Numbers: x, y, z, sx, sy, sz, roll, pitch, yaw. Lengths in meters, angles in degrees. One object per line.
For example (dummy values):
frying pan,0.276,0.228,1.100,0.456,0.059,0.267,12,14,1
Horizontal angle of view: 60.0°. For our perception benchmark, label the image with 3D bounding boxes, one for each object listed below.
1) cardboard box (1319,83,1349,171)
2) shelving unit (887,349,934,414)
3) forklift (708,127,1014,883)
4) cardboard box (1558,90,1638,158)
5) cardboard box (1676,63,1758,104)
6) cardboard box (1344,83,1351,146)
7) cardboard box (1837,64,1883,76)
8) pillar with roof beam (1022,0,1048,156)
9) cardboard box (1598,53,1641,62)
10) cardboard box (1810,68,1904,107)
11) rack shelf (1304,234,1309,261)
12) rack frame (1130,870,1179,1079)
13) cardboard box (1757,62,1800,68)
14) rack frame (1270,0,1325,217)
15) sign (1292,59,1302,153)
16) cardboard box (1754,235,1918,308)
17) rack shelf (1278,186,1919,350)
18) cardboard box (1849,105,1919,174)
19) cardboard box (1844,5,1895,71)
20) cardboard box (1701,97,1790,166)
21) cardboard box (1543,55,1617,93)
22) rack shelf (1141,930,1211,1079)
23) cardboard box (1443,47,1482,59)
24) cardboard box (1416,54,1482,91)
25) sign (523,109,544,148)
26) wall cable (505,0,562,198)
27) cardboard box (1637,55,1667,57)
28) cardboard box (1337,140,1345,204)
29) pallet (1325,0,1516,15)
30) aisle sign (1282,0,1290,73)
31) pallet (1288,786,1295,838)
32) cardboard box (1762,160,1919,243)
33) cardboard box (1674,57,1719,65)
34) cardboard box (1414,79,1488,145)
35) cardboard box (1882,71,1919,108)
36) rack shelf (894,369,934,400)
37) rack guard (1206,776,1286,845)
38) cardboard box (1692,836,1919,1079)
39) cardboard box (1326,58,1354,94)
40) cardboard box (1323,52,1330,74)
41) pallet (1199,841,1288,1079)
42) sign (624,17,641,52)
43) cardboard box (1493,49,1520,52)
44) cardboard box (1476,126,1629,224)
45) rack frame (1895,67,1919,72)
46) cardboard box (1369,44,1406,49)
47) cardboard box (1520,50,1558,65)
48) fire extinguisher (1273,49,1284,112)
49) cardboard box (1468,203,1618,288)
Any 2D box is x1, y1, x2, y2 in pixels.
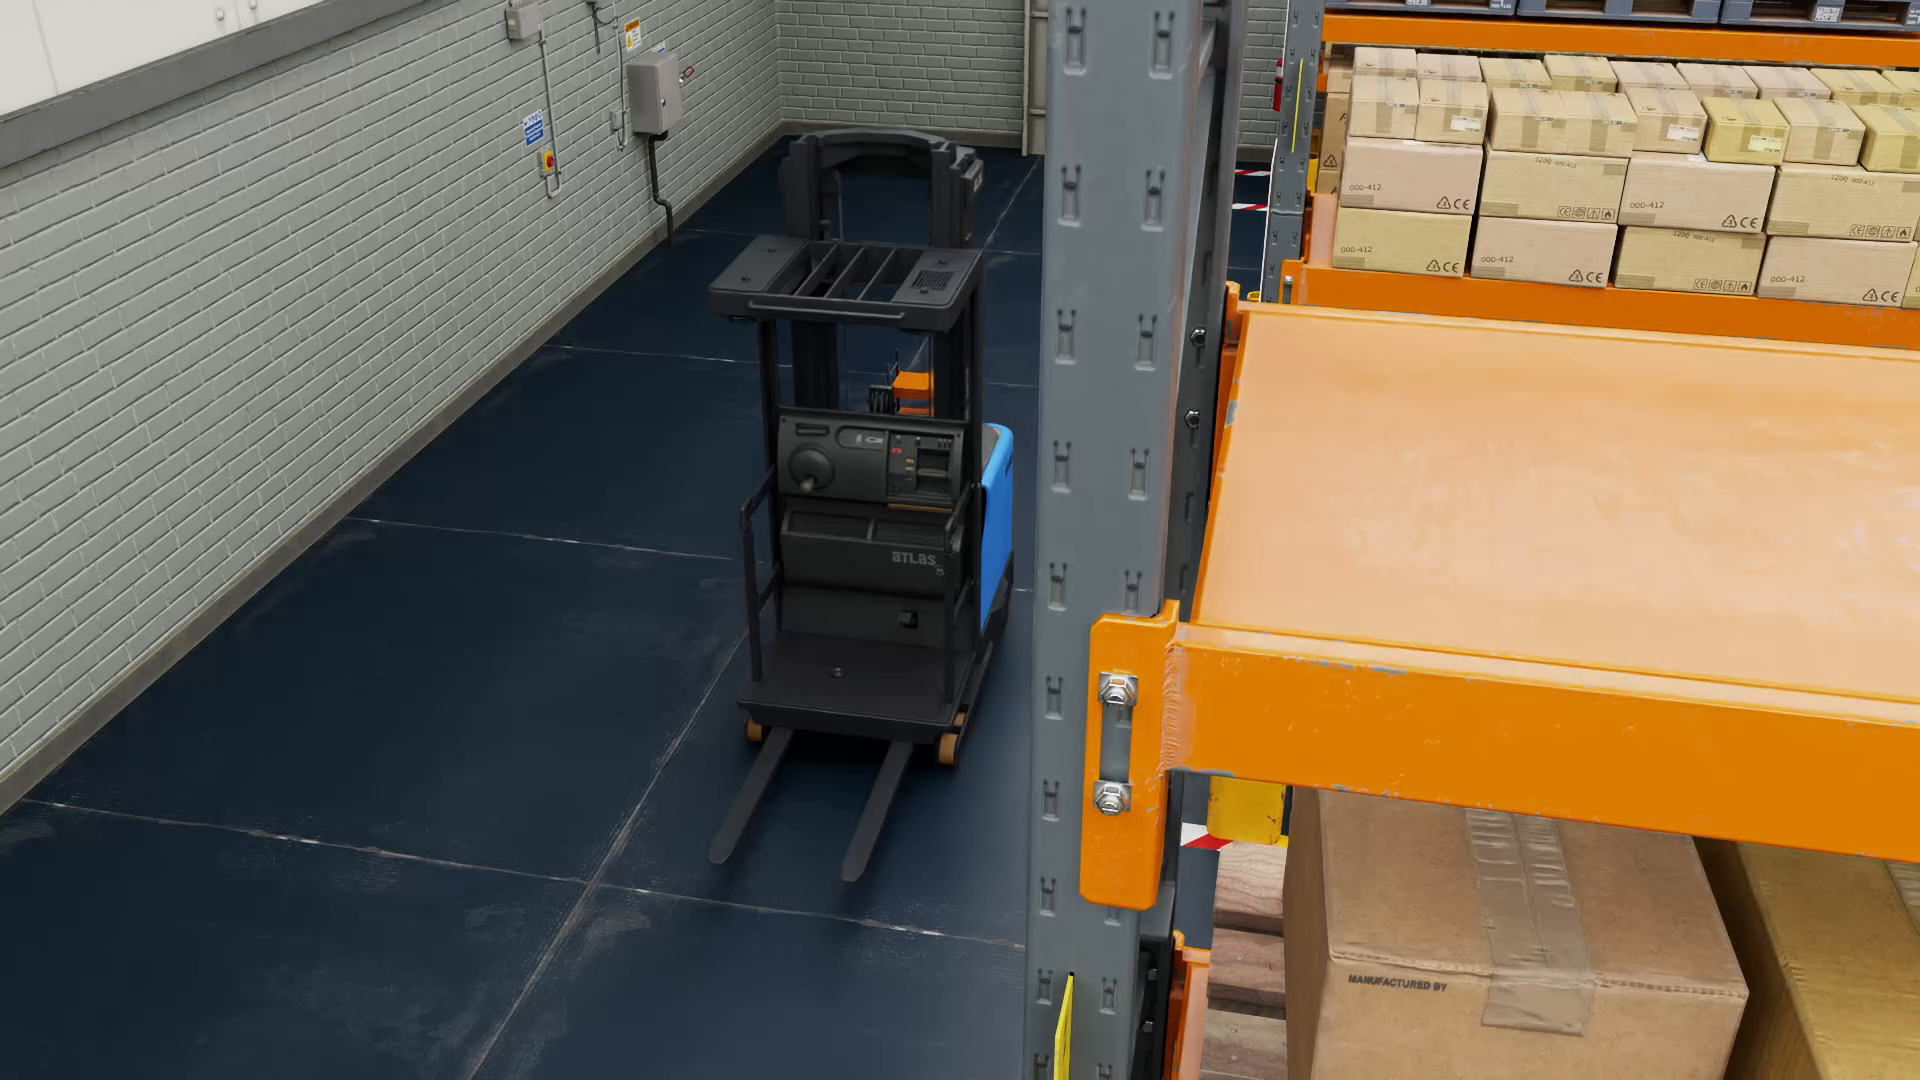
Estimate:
cardboard box,2.719,-2.814,11.283,0.500,0.500,0.500,5,29,9
shelving unit,-0.162,-0.543,10.154,0.503,1.200,0.258,6,29,11
forklift,-0.483,-0.347,7.995,1.130,2.935,3.031,6,29,10
cardboard box,2.377,-1.563,6.240,0.250,0.149,0.380,6,29,11
cardboard box,3.007,-1.784,6.644,0.250,0.149,0.380,6,29,12
cardboard box,1.878,-1.721,6.944,0.500,0.250,0.500,5,29,9
cardboard box,5.966,-3.033,11.007,0.250,0.149,0.380,5,29,10
pillar with roof beam,-0.006,-6.148,12.271,0.400,9.000,9.100,6,29,11
cardboard box,4.481,-3.194,11.302,0.250,0.149,0.380,6,29,11
cardboard box,3.518,-1.739,6.561,0.250,0.149,0.380,5,29,9
rack shelf,4.265,-1.997,11.685,4.000,0.370,1.077,6,29,11
rack frame,0.240,2.141,3.378,0.127,3.000,1.000,6,29,11
cardboard box,5.453,-3.057,11.051,0.250,0.149,0.380,6,29,10
rack frame,1.374,-2.810,6.174,0.127,3.000,1.000,6,29,11
sign,1.261,-1.623,6.218,0.005,0.325,0.100,6,29,11
cardboard box,3.283,-1.106,6.341,0.500,0.250,0.500,6,29,10
rack shelf,3.330,-0.978,6.700,4.000,0.370,1.077,6,29,11
cardboard box,3.401,-1.458,6.048,0.250,0.149,0.380,5,29,10
cardboard box,8.187,-4.466,14.905,0.500,0.500,0.700,6,29,11
cardboard box,2.889,-1.516,6.153,0.250,0.149,0.380,7,29,12
cardboard box,2.513,-1.855,6.774,0.250,0.149,0.380,6,29,11
rack shelf,2.195,1.341,2.464,4.000,0.370,1.077,6,29,11
cardboard box,3.463,-3.293,11.483,0.250,0.149,0.380,7,29,12
cardboard box,1.986,-1.866,6.794,0.250,0.149,0.380,6,29,11
sign,-3.280,-3.170,12.797,0.001,0.218,0.327,6,29,11
wall cable,-3.210,-3.527,12.640,0.123,1.953,0.585,6,29,11
cardboard box,6.212,-4.488,15.332,0.500,0.250,0.500,6,29,11
cardboard box,1.874,-1.507,7.074,0.500,0.250,0.500,5,29,9
pallet,3.037,-3.721,11.053,1.213,0.211,1.003,6,29,11
aisle sign,2.178,-3.524,11.019,0.004,0.787,0.394,6,29,11
pallet,2.236,1.150,8.091,1.213,0.211,1.003,6,29,11
cardboard box,3.247,-1.323,6.218,0.500,0.250,0.500,5,29,9
cardboard box,4.970,-3.150,11.222,0.250,0.149,0.380,5,29,9
cardboard box,1.889,-1.649,6.397,0.250,0.149,0.380,7,29,13
cardboard box,3.777,-1.719,6.524,0.250,0.149,0.380,7,30,13
rack shelf,-0.162,-0.888,9.966,0.480,0.148,0.258,6,29,11
rack guard,1.448,0.926,8.201,0.348,0.500,1.175,6,29,11
cardboard box,1.284,0.693,2.253,0.500,0.500,0.700,5,29,9
cardboard box,2.598,-3.114,11.157,0.250,0.149,0.380,6,29,12
cardboard box,3.606,-4.573,15.902,0.250,0.149,0.380,6,29,10
pallet,0.967,0.933,2.552,1.213,0.211,1.003,6,29,11
sign,-2.843,-4.397,14.459,0.001,0.242,0.339,6,29,11
cardboard box,5.223,-4.596,15.530,0.500,0.250,0.500,5,29,9
cardboard box,2.260,-1.430,6.412,0.500,0.250,0.500,6,29,10
rack frame,6.221,-2.112,11.146,0.127,3.000,1.000,6,29,11
cardboard box,2.955,-3.324,11.539,0.250,0.149,0.380,6,29,11
cardboard box,3.961,-3.236,11.378,0.250,0.149,0.380,7,29,12
fire extinguisher,3.102,-4.445,15.876,0.183,0.674,0.296,6,29,11
cardboard box,2.274,-1.208,6.528,0.500,0.250,0.500,7,29,12
